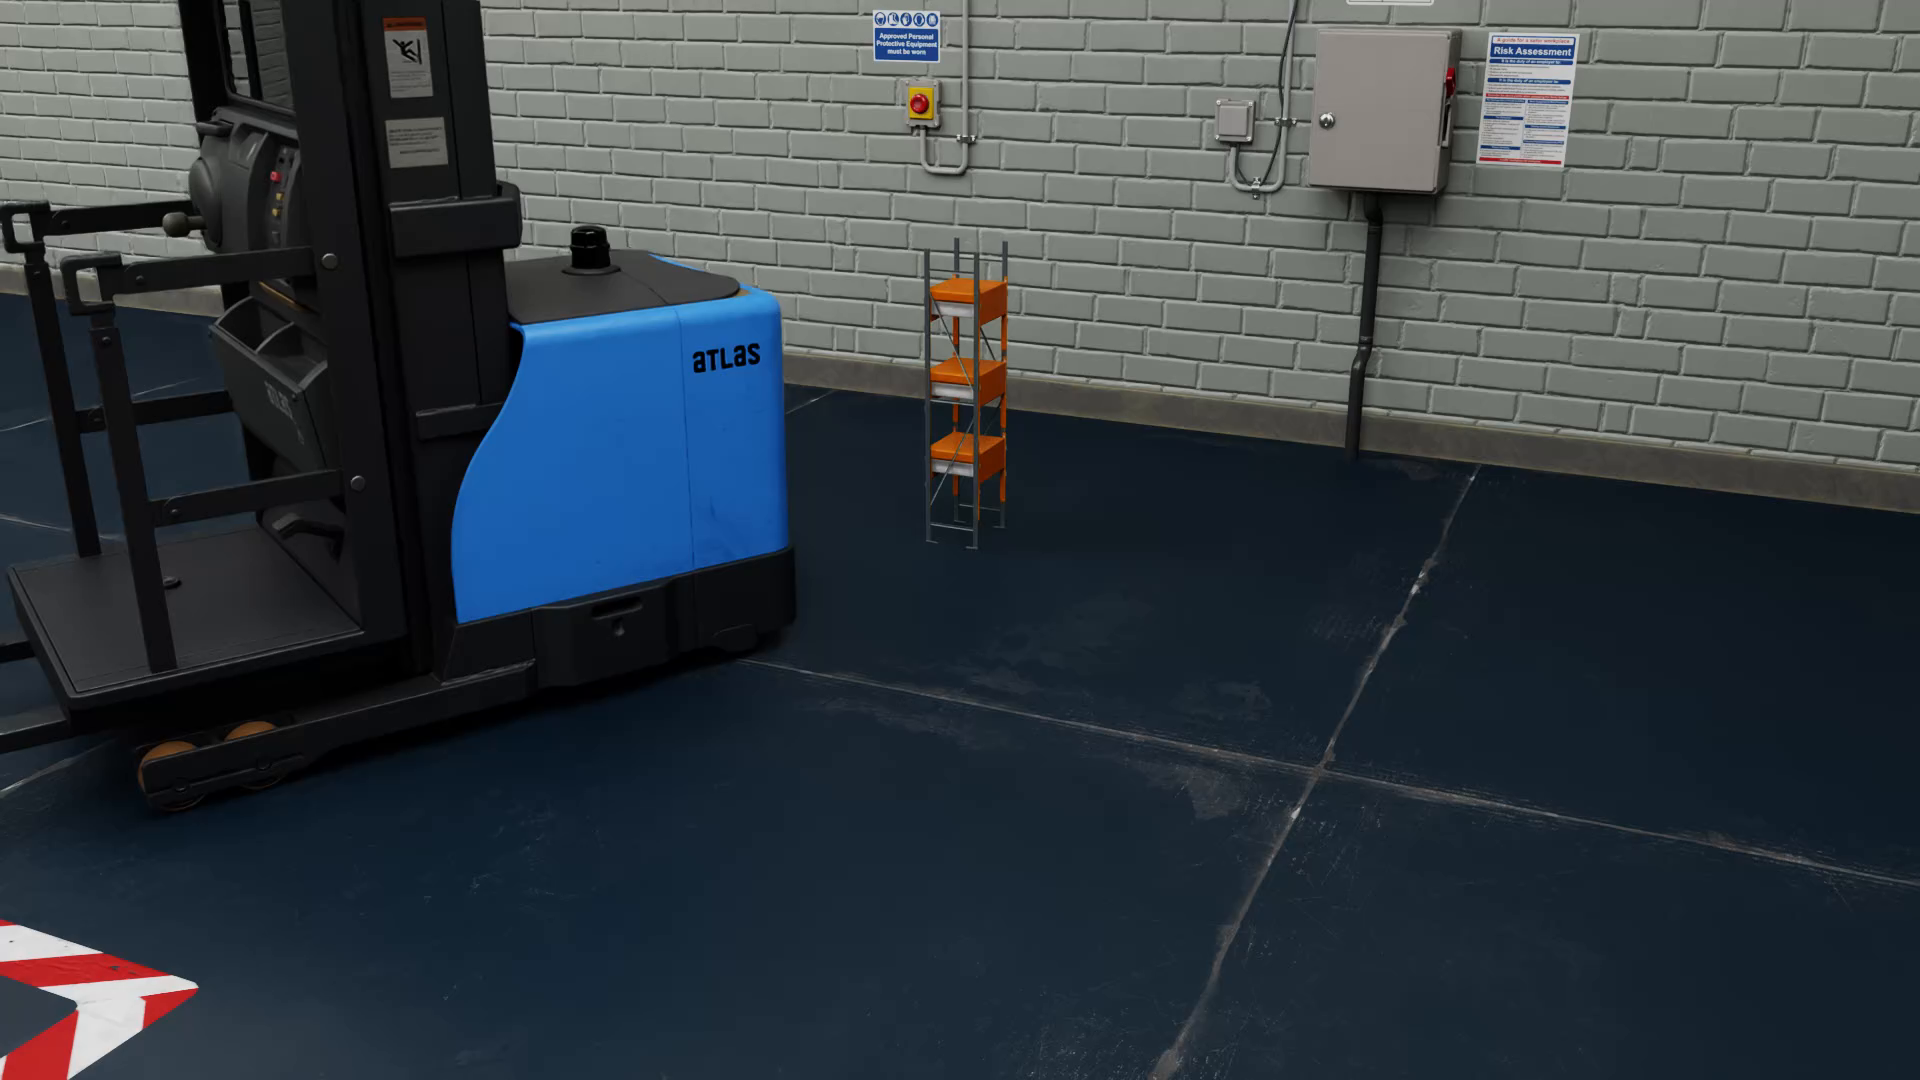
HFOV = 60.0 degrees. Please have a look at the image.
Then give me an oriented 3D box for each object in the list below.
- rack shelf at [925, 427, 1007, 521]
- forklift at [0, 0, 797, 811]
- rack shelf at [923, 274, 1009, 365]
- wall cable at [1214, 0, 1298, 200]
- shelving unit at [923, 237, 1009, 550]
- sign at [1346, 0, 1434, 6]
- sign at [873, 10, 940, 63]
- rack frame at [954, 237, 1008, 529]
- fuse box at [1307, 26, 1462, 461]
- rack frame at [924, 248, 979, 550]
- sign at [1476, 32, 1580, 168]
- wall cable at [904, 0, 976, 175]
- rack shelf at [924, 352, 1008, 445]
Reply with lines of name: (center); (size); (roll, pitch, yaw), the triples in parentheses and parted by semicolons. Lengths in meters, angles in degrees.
rack shelf: (0.022, -0.239, 5.936); (0.215, 0.259, 0.240); (9, 21, 23)
forklift: (-1.995, -0.915, 4.168); (3.031, 2.935, 1.130); (-13, 24, -33)
rack shelf: (0.022, -0.768, 5.747); (0.215, 0.259, 0.240); (9, 21, 23)
wall cable: (1.081, -2.358, 6.606); (0.588, 1.984, 0.122); (9, 21, 23)
shelving unit: (0.022, -0.511, 5.839); (0.215, 1.050, 0.252); (9, 21, 23)
sign: (1.673, -2.198, 6.439); (0.339, 0.242, 0.001); (9, 21, 23)
sign: (-0.237, -2.223, 7.340); (0.327, 0.218, 0.001); (9, 21, 23)
rack frame: (0.072, -0.548, 5.944); (0.200, 1.050, 0.008); (9, 21, 23)
fuse box: (1.639, -1.131, 6.594); (0.539, 1.711, 0.414); (9, 21, 23)
rack frame: (-0.028, -0.474, 5.734); (0.200, 1.050, 0.008); (9, 21, 23)
sign: (2.174, -1.688, 6.381); (0.329, 0.494, 0.001); (9, 21, 23)
wall cable: (-0.218, -2.564, 7.138); (0.585, 1.953, 0.123); (9, 21, 23)
rack shelf: (0.022, -0.501, 5.842); (0.215, 0.259, 0.240); (9, 21, 23)
